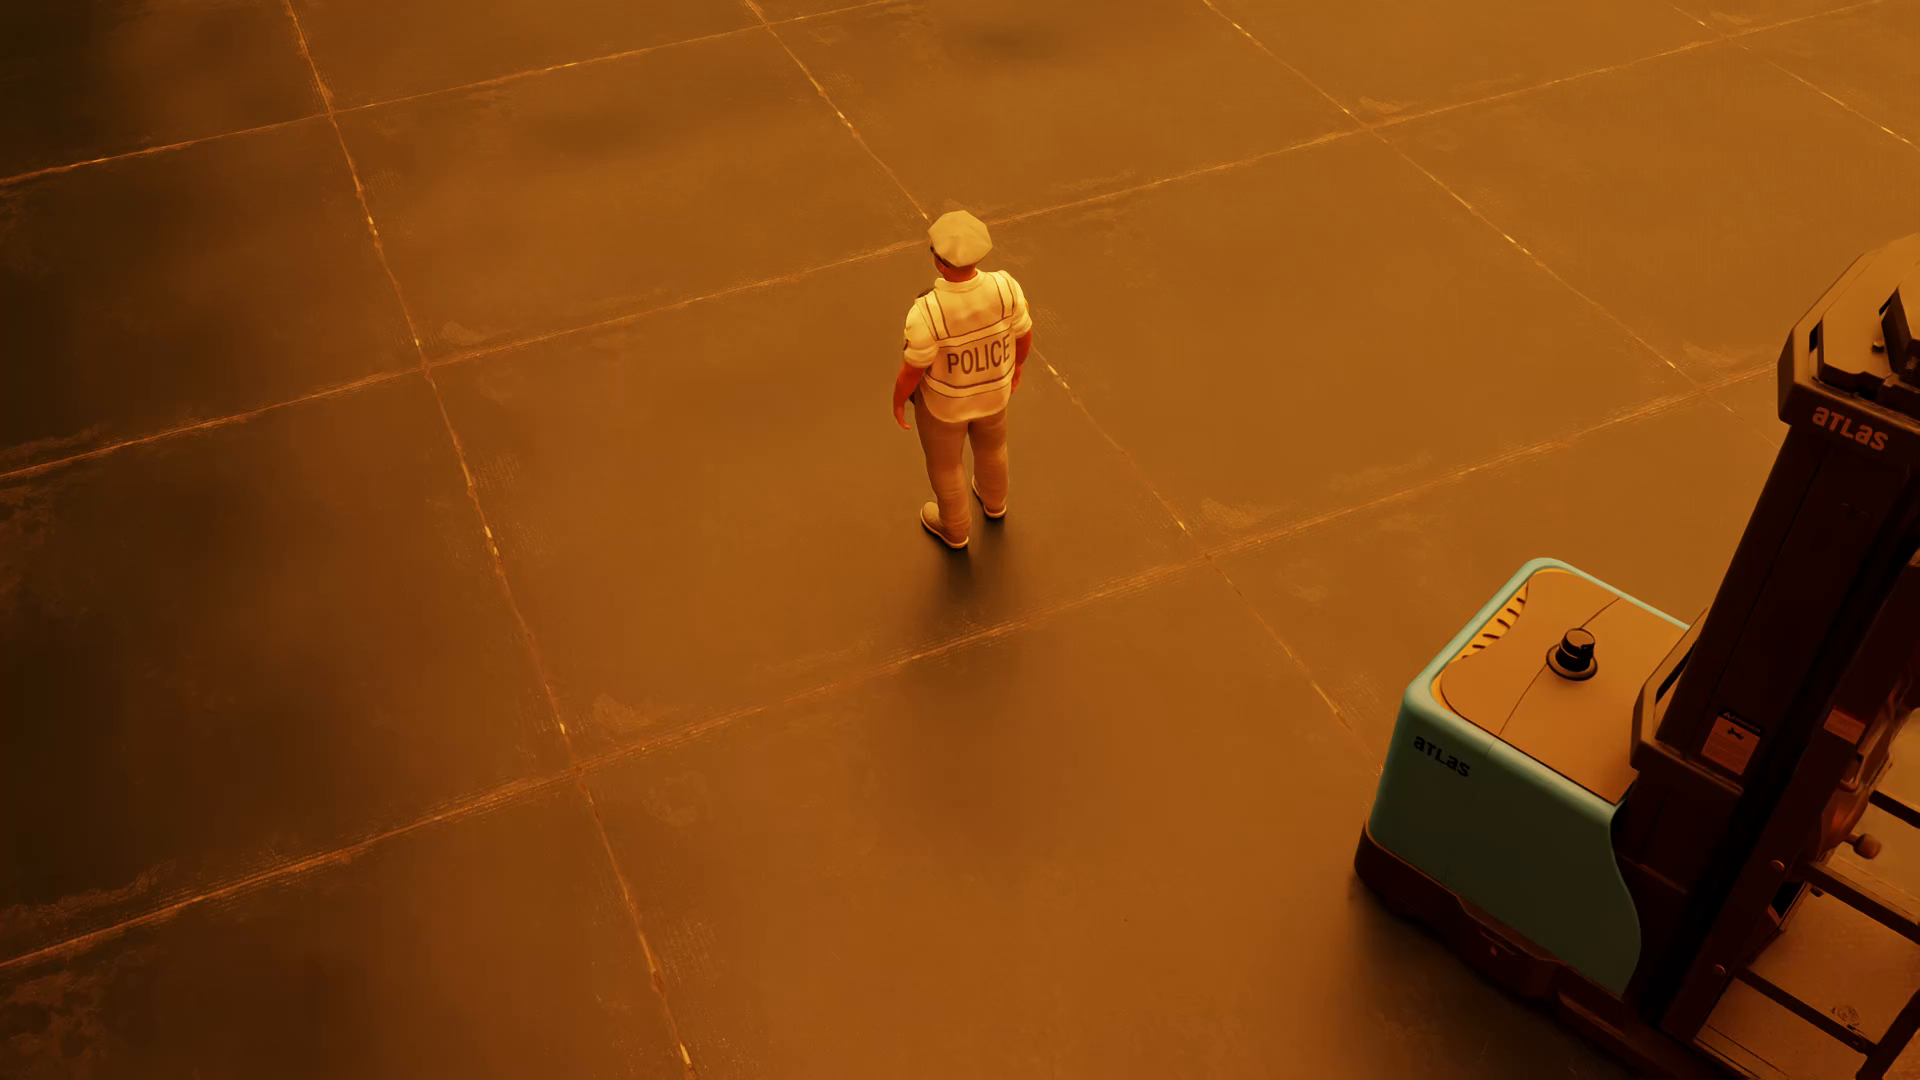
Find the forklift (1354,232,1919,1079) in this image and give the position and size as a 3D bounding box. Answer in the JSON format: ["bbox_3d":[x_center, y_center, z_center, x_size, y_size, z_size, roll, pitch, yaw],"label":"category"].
[{"bbox_3d":[2.941,0.673,4.958,3.031,2.935,1.130,32,52,30],"label":"forklift"}]

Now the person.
[{"bbox_3d":[-0.022,-0.709,7.270,0.641,1.780,0.574,-18,46,-18],"label":"person"}]
